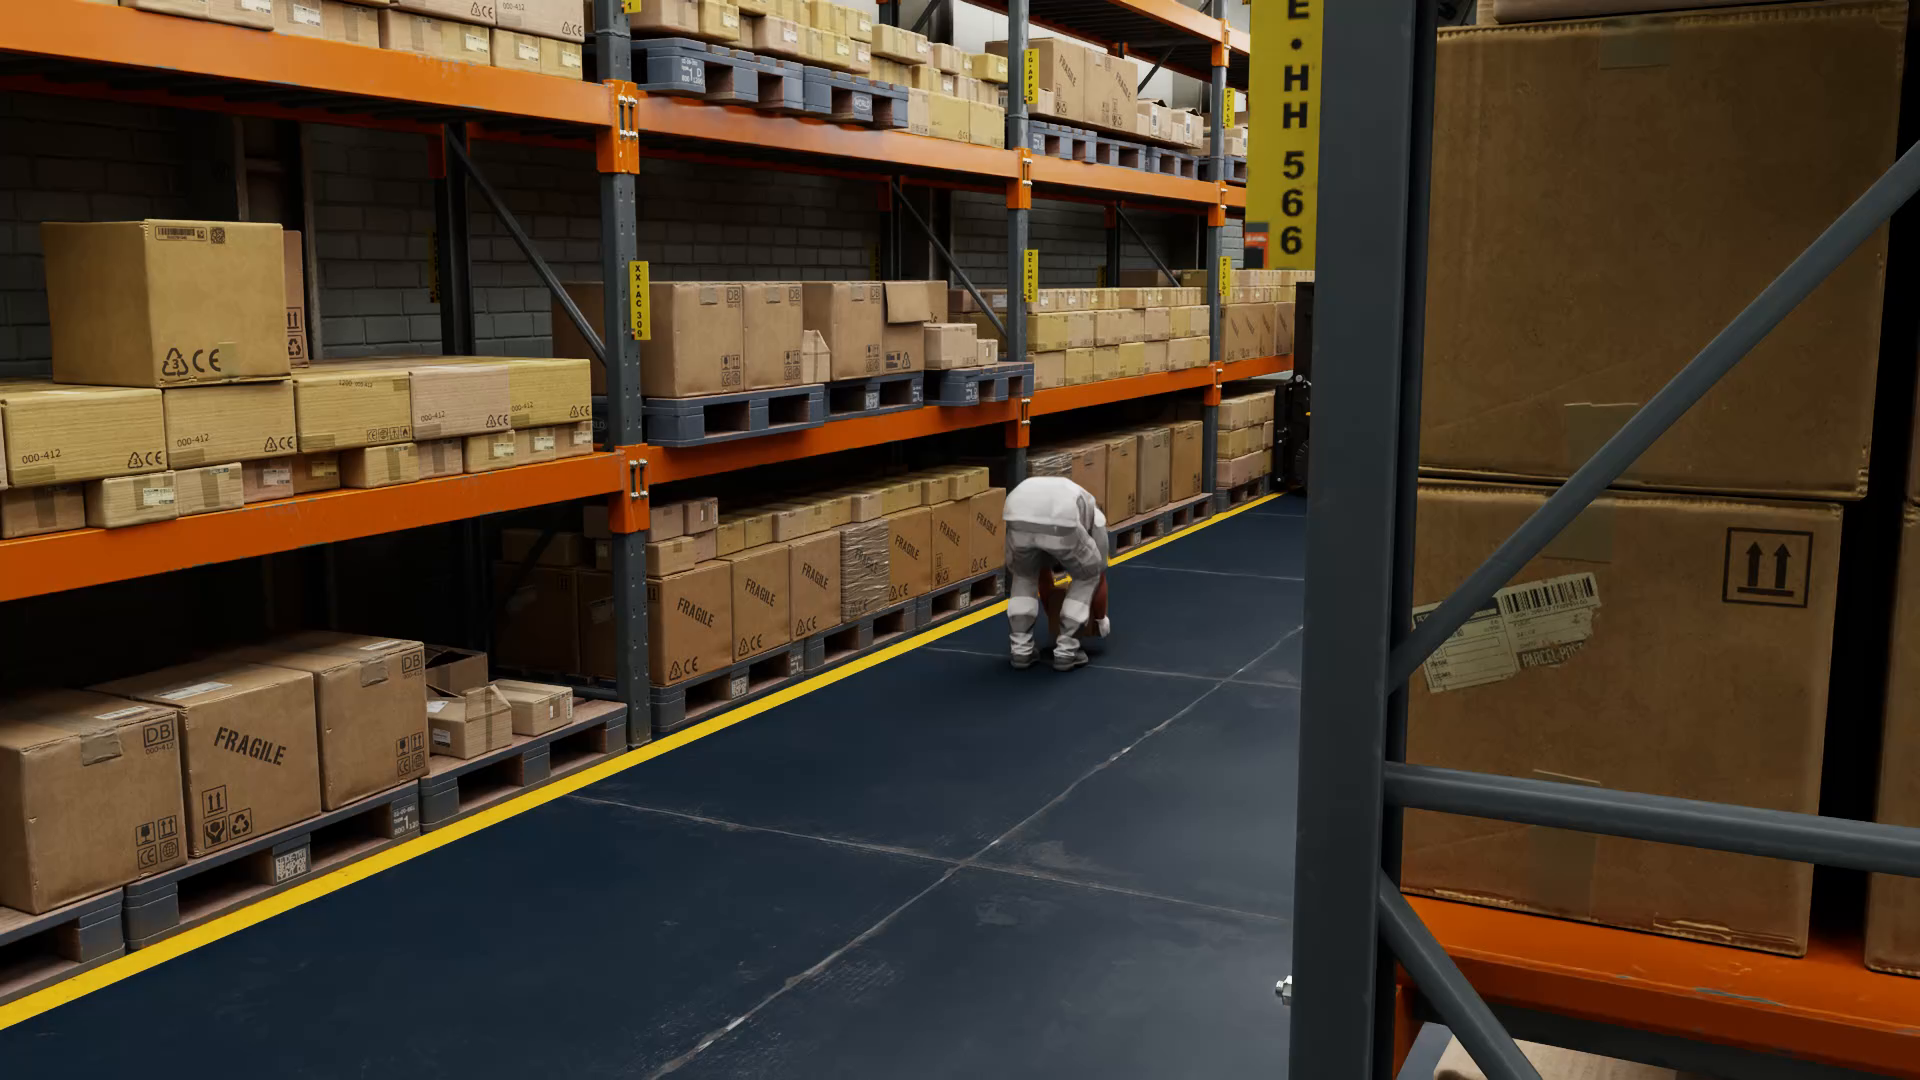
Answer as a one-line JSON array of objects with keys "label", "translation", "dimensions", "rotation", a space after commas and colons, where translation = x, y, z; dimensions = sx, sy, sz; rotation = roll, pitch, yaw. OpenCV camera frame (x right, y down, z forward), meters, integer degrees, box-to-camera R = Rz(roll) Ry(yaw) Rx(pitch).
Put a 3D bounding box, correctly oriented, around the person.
[{"label": "person", "translation": [0.528, 0.141, 8.870], "dimensions": [0.522, 1.010, 0.952], "rotation": [4, 10, 22]}]
